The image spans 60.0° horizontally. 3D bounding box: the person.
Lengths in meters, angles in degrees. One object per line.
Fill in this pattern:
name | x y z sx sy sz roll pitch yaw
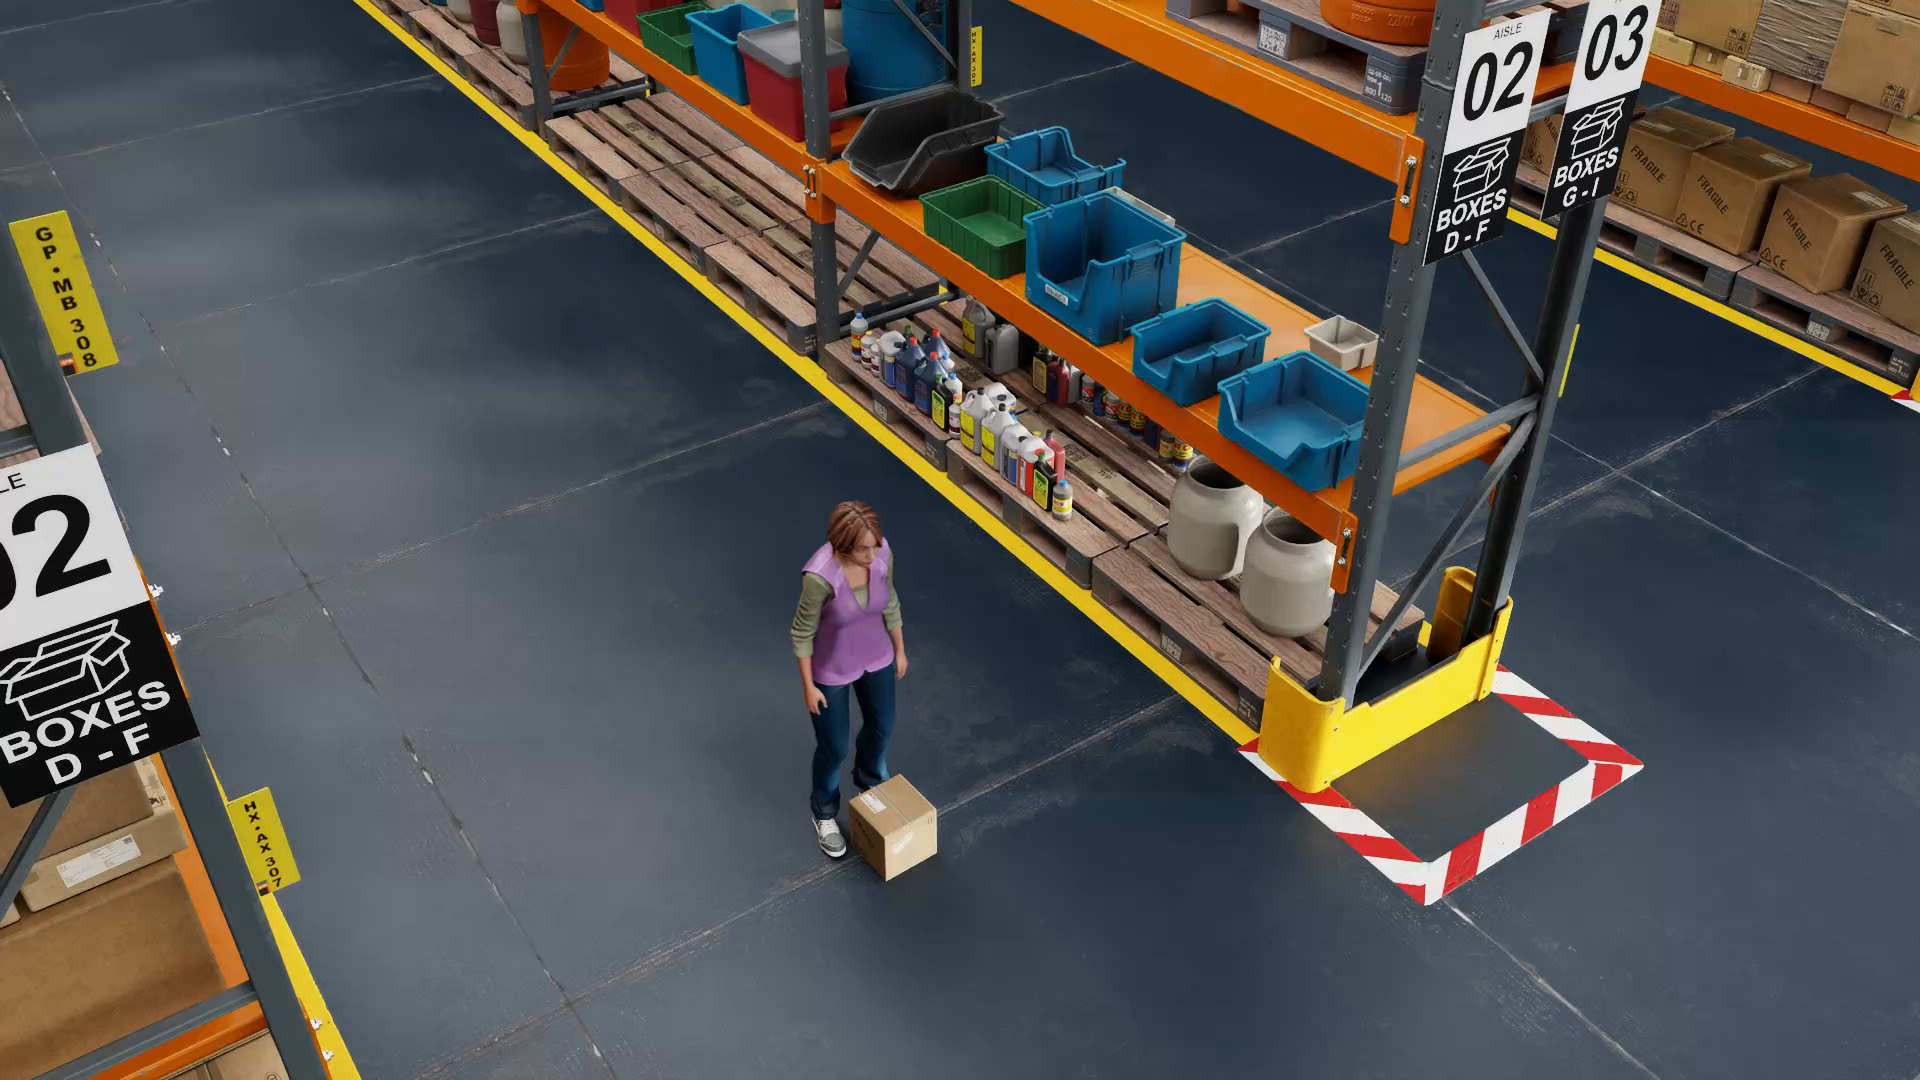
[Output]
person | -0.413 0.490 6.354 0.460 1.593 0.343 -23 42 -27
